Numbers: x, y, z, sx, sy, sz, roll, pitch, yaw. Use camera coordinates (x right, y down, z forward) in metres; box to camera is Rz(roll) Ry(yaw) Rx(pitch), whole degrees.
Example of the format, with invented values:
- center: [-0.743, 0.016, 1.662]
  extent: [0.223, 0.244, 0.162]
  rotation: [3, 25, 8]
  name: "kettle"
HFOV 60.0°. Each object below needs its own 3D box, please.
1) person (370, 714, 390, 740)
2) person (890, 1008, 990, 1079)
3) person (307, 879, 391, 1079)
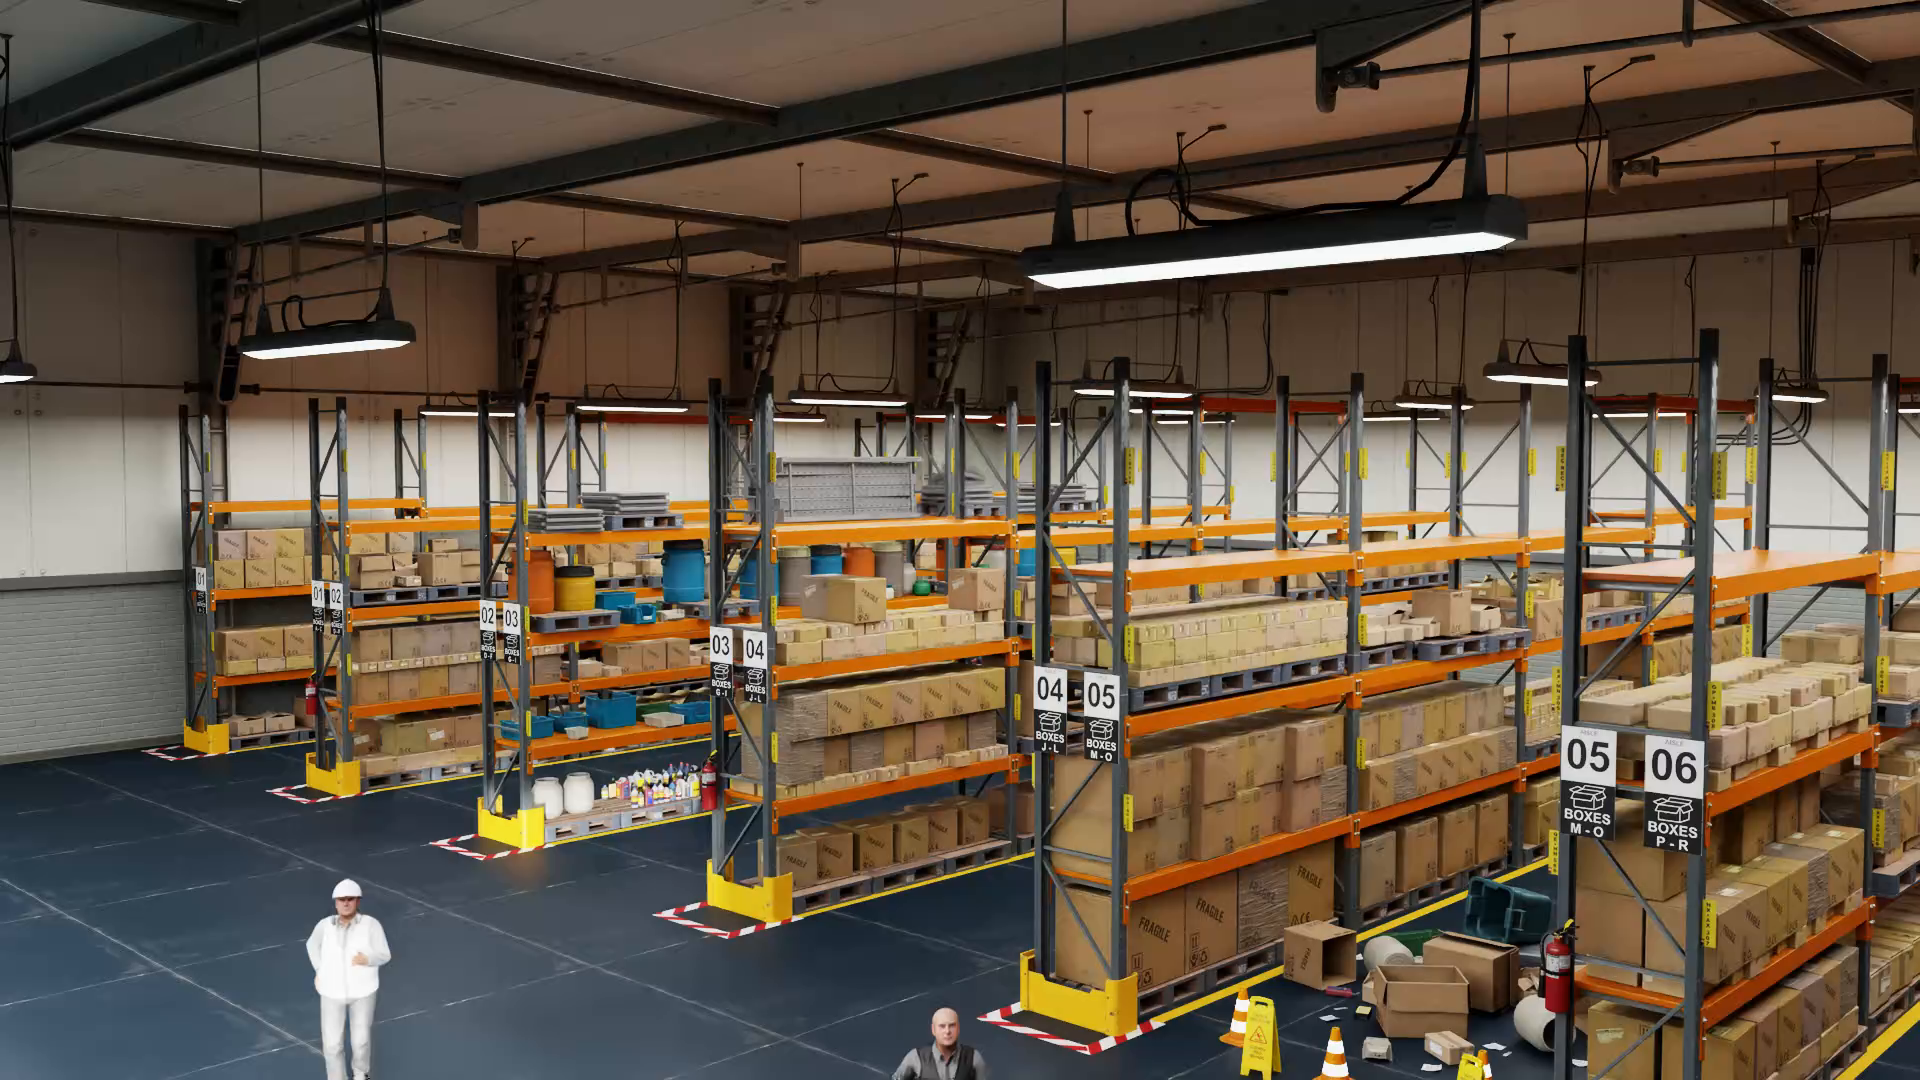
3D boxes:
- center: [-9.658, 2.805, 27.714]
  extent: [0.692, 1.833, 0.815]
  rotation: [2, 4, 36]
  name: "person"
- center: [-0.095, 3.772, 10.350]
  extent: [0.645, 1.674, 0.577]
  rotation: [0, 3, -9]
  name: "person"
- center: [-4.806, 3.581, 13.076]
  extent: [0.643, 1.825, 0.747]
  rotation: [-1, 3, -17]
  name: "person"
